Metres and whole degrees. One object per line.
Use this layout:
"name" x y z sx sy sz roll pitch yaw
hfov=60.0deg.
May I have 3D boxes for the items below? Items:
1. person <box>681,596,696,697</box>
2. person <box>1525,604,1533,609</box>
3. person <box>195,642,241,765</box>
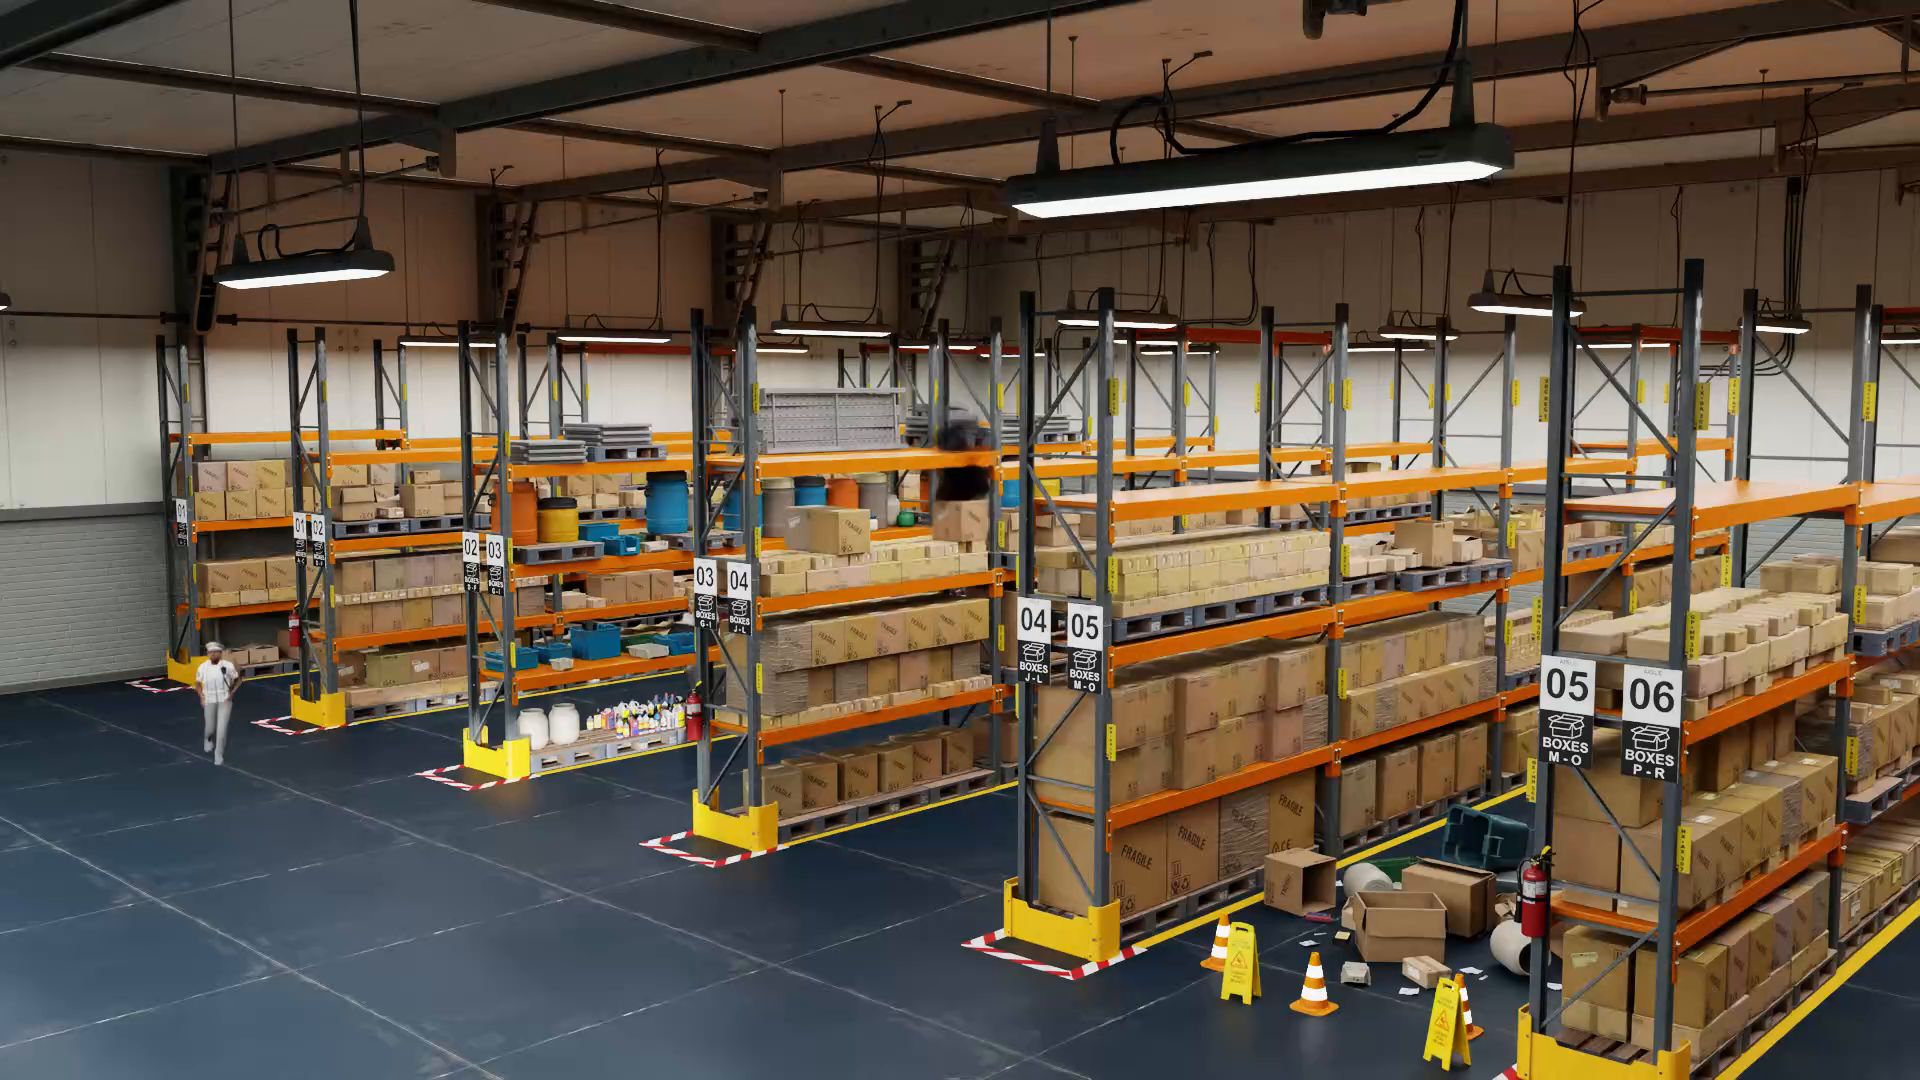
"person" -4.372 1.772 27.230 0.592 1.729 0.684 4 7 35
"person" 9.199 1.847 26.770 0.653 1.628 0.596 -4 7 -38
"person" -10.168 2.208 22.807 0.577 1.679 0.611 -2 6 -22
